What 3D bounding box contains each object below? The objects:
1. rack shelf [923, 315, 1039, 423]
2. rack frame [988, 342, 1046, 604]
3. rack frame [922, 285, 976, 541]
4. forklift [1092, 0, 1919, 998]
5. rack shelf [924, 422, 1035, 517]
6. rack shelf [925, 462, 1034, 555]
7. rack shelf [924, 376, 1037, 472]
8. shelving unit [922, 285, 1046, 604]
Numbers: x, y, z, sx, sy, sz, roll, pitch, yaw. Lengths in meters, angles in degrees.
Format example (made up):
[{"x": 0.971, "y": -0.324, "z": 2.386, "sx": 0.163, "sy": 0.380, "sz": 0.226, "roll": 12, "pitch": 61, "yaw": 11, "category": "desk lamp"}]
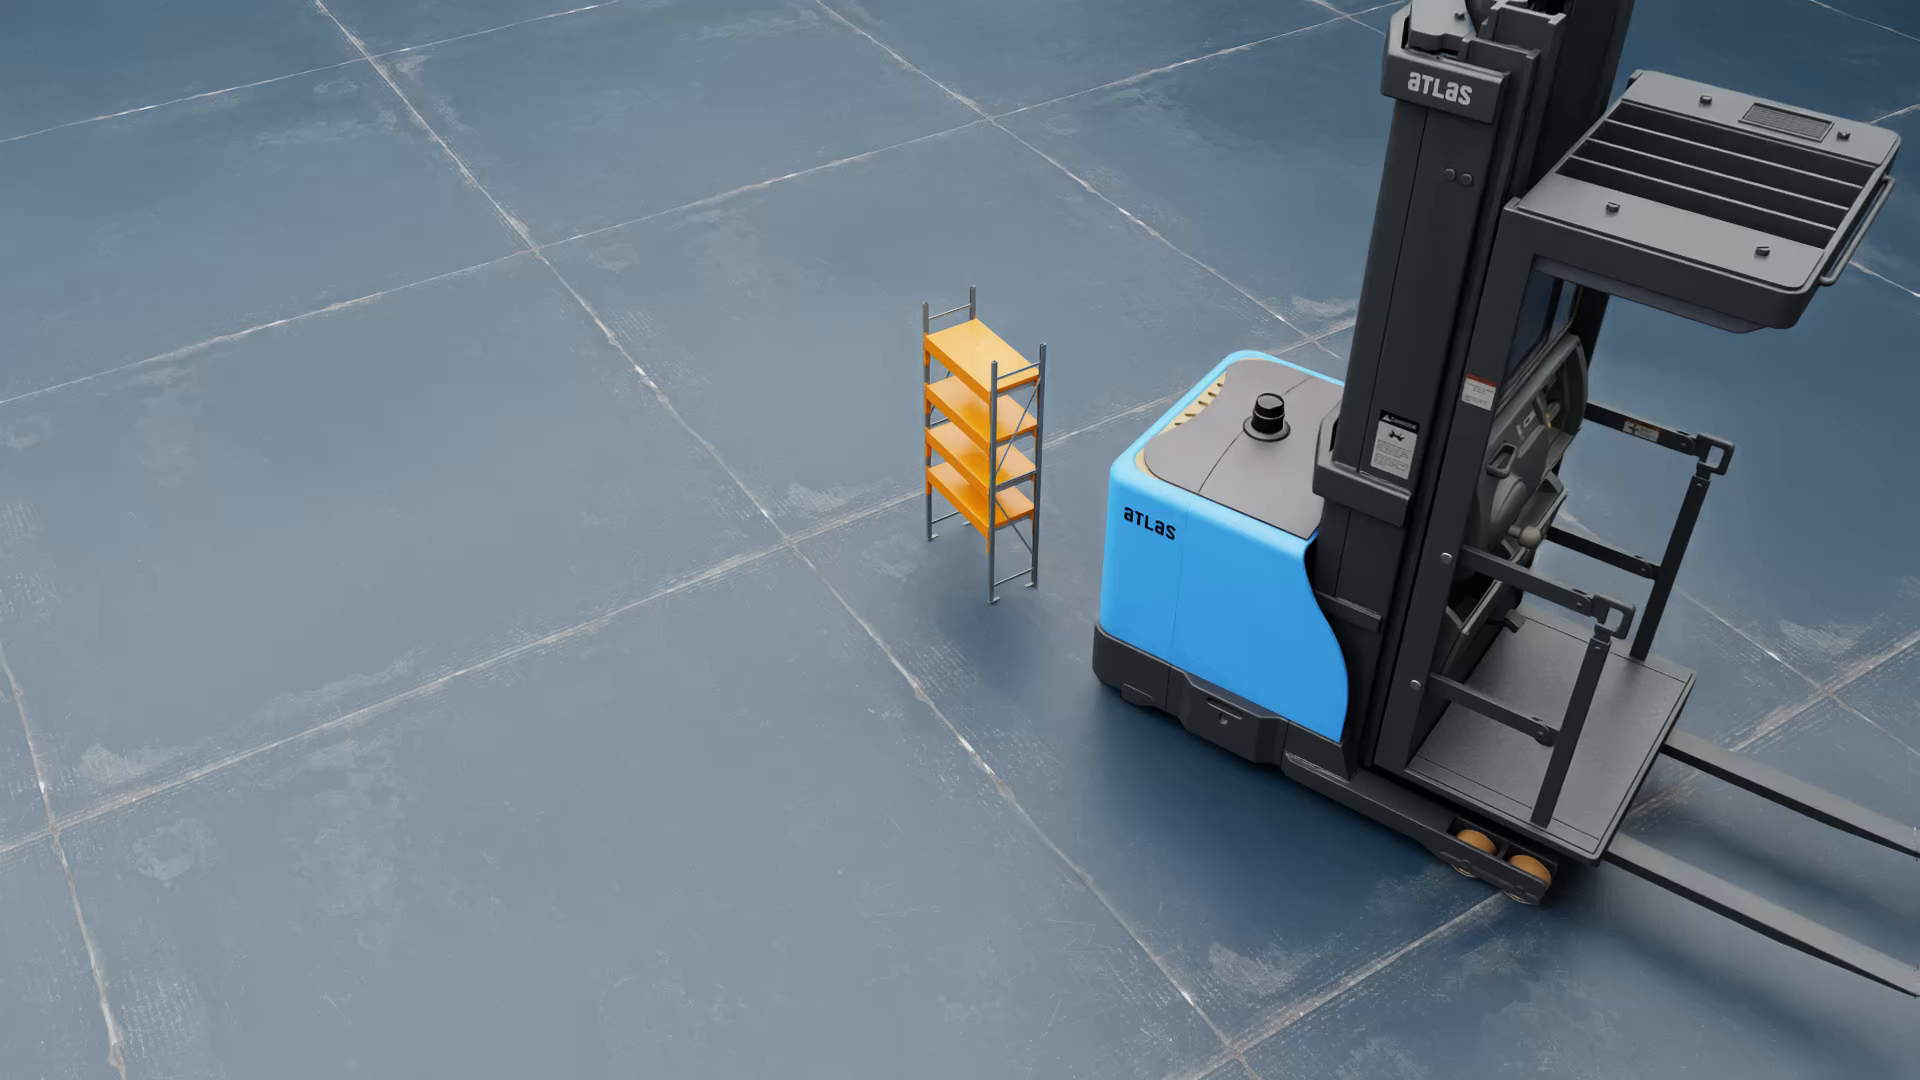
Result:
[{"x": 0.089, "y": -0.673, "z": 6.507, "sx": 0.258, "sy": 0.148, "sz": 0.480, "roll": -22, "pitch": 45, "yaw": -24, "category": "rack shelf"}, {"x": 0.220, "y": -0.240, "z": 6.601, "sx": 0.240, "sy": 1.200, "sz": 0.015, "roll": -22, "pitch": 45, "yaw": -24, "category": "rack frame"}, {"x": -0.042, "y": -0.503, "z": 6.917, "sx": 0.240, "sy": 1.200, "sz": 0.015, "roll": -22, "pitch": 45, "yaw": -24, "category": "rack frame"}, {"x": 2.012, "y": -0.262, "z": 5.275, "sx": 3.031, "sy": 2.935, "sz": 1.130, "roll": 25, "pitch": 46, "yaw": 27, "category": "forklift"}, {"x": 0.089, "y": -0.320, "z": 6.802, "sx": 0.258, "sy": 0.148, "sz": 0.480, "roll": -22, "pitch": 45, "yaw": -24, "category": "rack shelf"}, {"x": 0.089, "y": -0.167, "z": 6.929, "sx": 0.258, "sy": 0.148, "sz": 0.480, "roll": -22, "pitch": 45, "yaw": -24, "category": "rack shelf"}, {"x": 0.089, "y": -0.492, "z": 6.659, "sx": 0.258, "sy": 0.148, "sz": 0.480, "roll": -22, "pitch": 45, "yaw": -24, "category": "rack shelf"}, {"x": 0.089, "y": -0.372, "z": 6.759, "sx": 0.258, "sy": 1.200, "sz": 0.503, "roll": -22, "pitch": 45, "yaw": -24, "category": "shelving unit"}]
